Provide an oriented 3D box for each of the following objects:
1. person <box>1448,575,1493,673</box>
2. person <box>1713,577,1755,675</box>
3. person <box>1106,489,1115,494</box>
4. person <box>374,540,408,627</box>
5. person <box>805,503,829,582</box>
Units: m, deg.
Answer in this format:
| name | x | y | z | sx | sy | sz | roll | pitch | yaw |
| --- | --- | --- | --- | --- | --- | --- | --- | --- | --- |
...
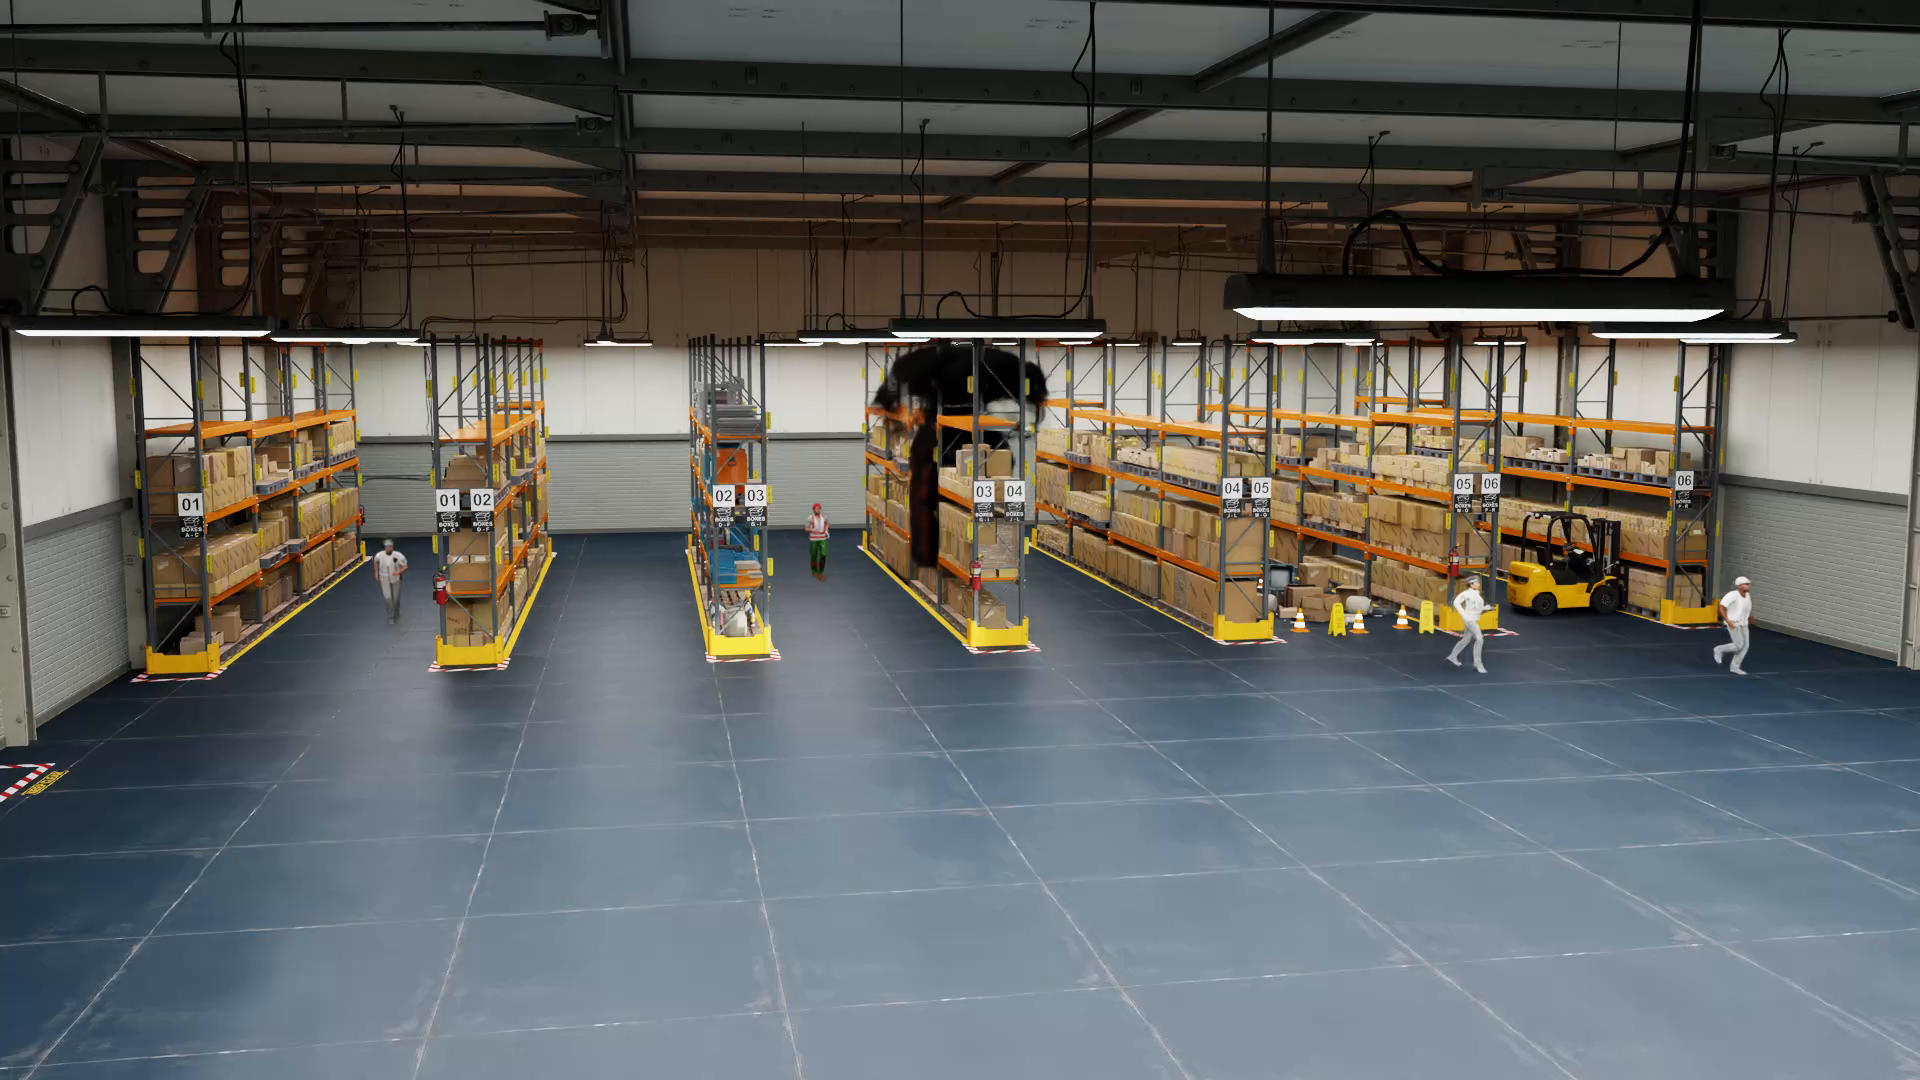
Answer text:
| name | x | y | z | sx | sy | sz | roll | pitch | yaw |
| --- | --- | --- | --- | --- | --- | --- | --- | --- | --- |
| person | 9.130 | 1.485 | 29.750 | 0.759 | 1.755 | 0.597 | 4 | 8 | 33 |
| person | 13.766 | 1.496 | 29.549 | 0.722 | 1.728 | 0.634 | -4 | 8 | -31 |
| person | 4.398 | -0.915 | 50.123 | 0.880 | 1.824 | 0.598 | -2 | 7 | -16 |
| person | -11.928 | 0.859 | 34.874 | 0.686 | 1.789 | 1.012 | -1 | 7 | -12 |
| person | -3.344 | 0.057 | 39.368 | 0.631 | 1.856 | 0.669 | -2 | 7 | -18 |
